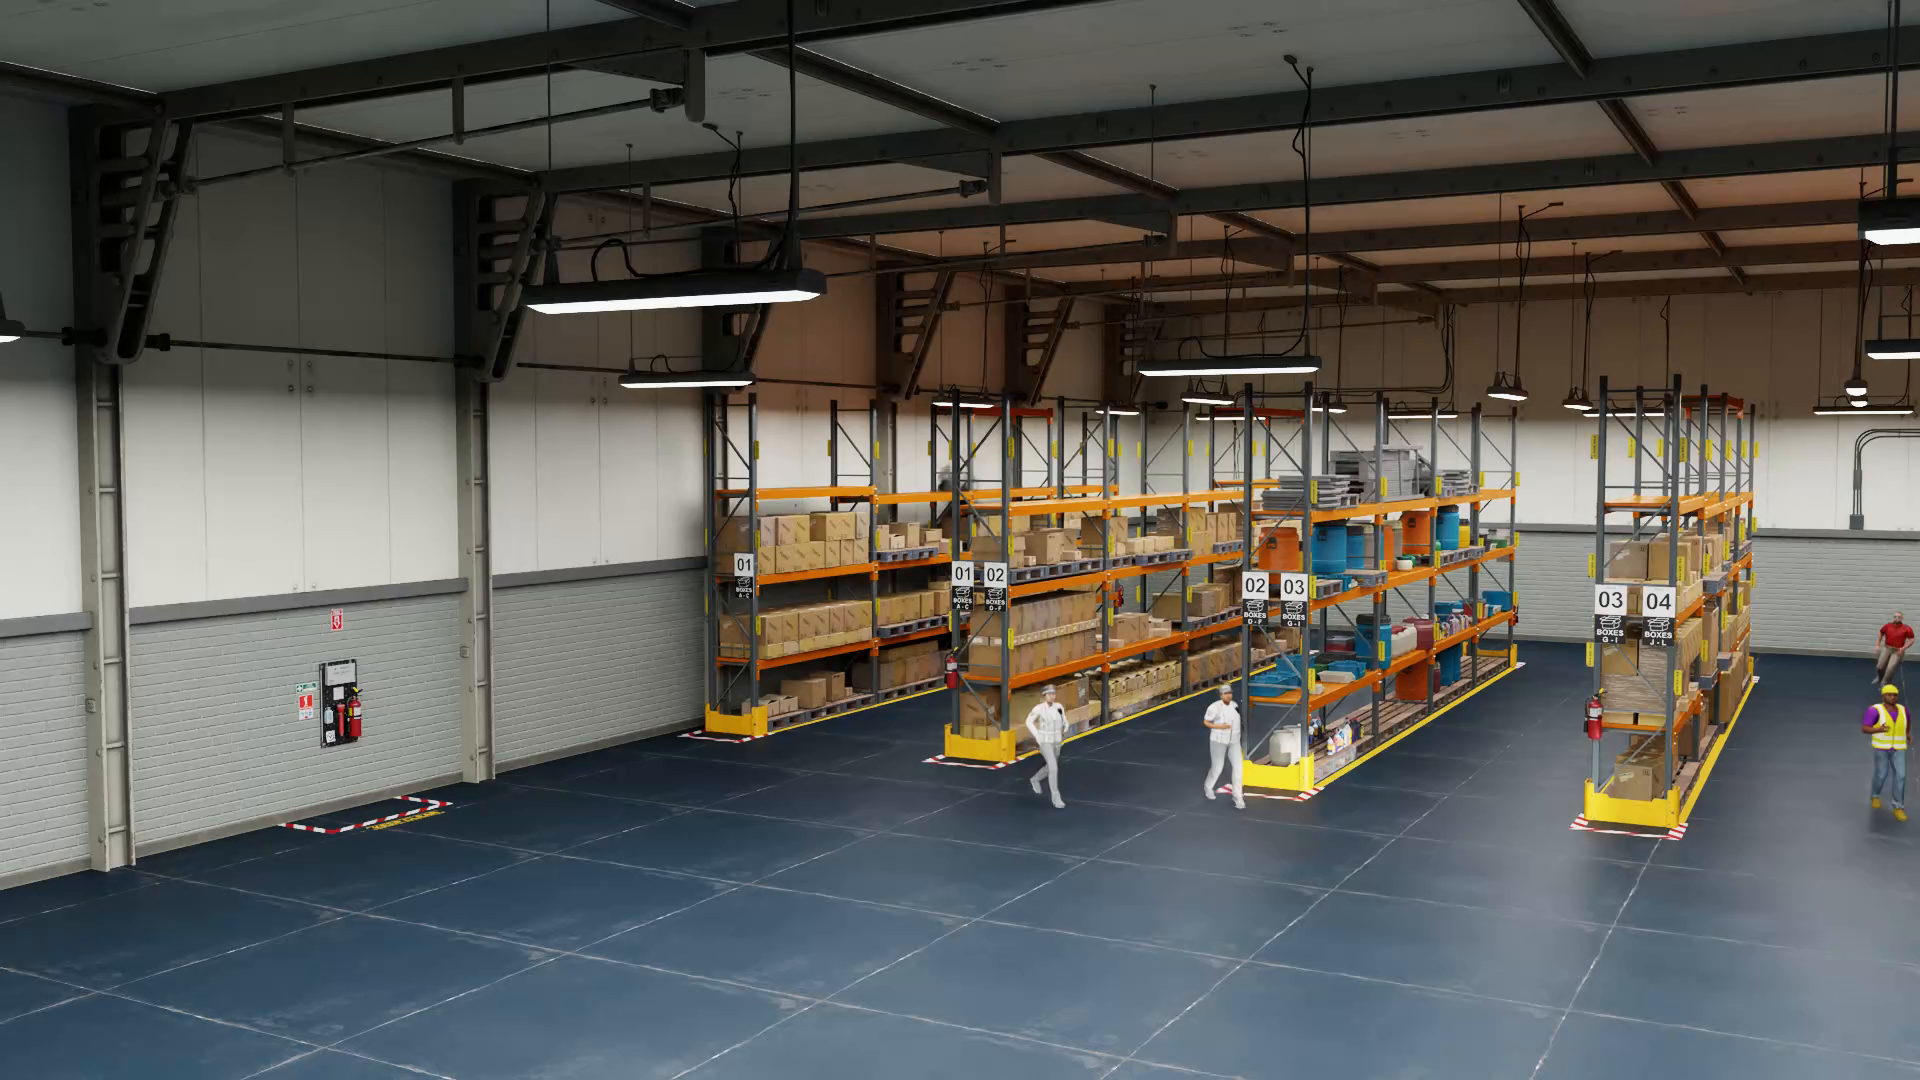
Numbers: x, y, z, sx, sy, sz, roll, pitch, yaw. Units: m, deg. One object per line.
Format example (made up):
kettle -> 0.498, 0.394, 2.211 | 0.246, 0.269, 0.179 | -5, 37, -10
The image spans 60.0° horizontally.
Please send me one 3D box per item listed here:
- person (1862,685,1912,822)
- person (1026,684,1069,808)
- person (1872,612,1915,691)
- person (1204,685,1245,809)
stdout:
person -> 12.661, 2.861, 22.665 | 0.688, 1.785, 0.887 | 1, 3, 12
person -> 1.270, 2.885, 23.585 | 0.593, 1.710, 0.842 | -2, 4, -30
person -> 19.367, 2.313, 34.540 | 0.813, 1.663, 0.607 | 3, 4, 42
person -> 3.737, 2.890, 23.510 | 0.610, 1.695, 0.826 | -1, 3, -15
